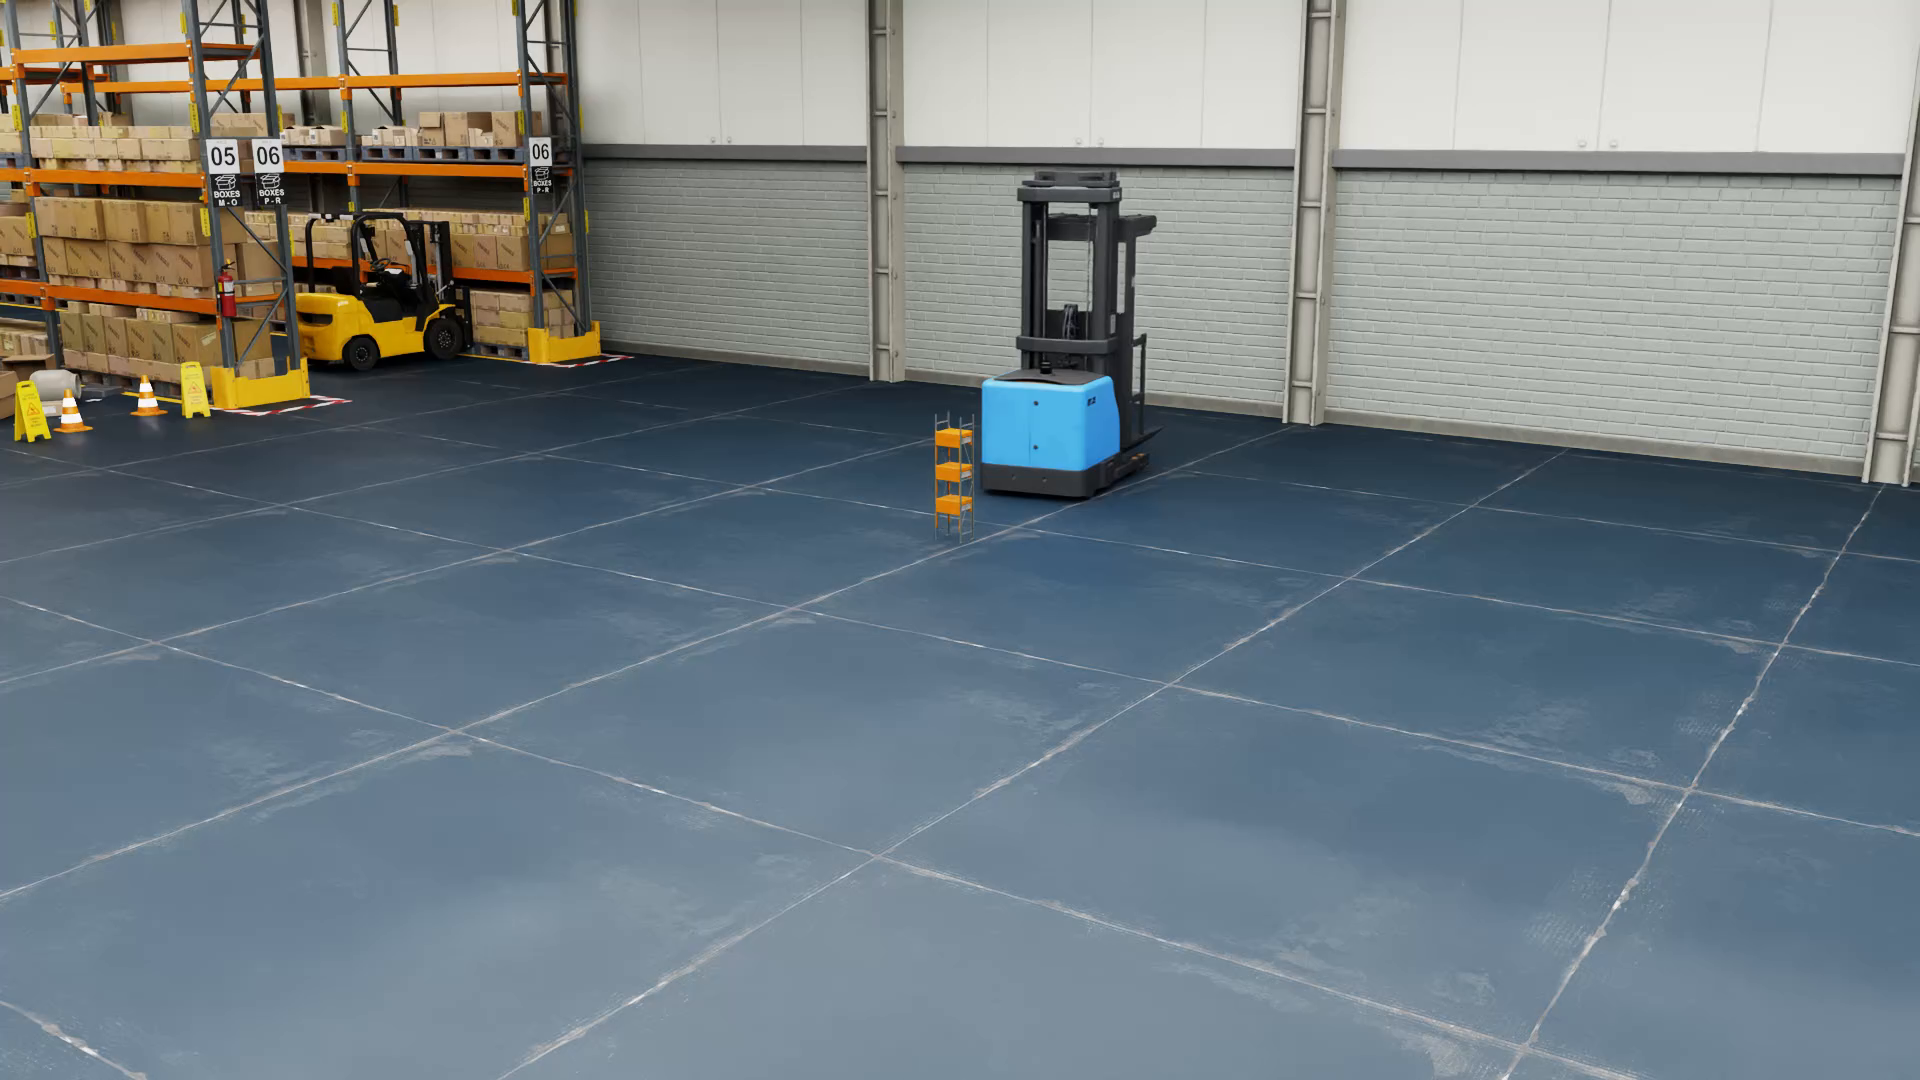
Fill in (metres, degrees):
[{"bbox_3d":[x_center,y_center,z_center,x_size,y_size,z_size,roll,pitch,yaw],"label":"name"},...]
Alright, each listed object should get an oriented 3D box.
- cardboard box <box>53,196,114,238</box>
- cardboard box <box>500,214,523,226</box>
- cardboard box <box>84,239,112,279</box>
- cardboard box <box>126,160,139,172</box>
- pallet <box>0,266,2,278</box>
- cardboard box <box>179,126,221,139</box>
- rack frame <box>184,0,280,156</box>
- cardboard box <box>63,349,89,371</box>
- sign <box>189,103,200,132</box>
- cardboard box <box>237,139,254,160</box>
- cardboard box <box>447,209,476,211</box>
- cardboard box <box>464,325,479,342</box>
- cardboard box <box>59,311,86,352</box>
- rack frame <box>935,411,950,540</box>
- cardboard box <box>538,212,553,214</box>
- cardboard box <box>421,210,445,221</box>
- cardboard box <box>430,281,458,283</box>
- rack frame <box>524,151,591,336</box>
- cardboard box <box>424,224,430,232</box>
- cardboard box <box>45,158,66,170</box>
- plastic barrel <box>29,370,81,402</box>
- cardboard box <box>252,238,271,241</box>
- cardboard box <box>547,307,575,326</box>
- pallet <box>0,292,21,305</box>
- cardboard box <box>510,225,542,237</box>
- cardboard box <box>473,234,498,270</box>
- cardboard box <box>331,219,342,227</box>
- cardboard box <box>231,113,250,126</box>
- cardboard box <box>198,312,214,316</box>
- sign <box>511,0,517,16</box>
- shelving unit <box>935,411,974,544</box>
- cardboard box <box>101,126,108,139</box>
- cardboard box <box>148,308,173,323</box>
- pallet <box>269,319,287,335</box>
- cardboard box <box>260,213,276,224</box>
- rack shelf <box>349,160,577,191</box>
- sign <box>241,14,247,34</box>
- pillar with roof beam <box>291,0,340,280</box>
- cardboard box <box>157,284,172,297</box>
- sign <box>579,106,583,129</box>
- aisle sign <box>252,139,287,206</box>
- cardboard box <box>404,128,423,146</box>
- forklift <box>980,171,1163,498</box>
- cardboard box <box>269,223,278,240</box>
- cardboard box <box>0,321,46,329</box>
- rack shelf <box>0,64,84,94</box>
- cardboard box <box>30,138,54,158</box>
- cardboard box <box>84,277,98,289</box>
[{"bbox_3d":[-11.316,-4.213,21.690,0.500,0.500,0.700,9,17,33],"label":"cardboard box"},{"bbox_3d":[-6.522,-4.704,24.405,0.250,0.149,0.380,9,17,33],"label":"cardboard box"},{"bbox_3d":[-10.923,-3.655,21.519,0.500,0.500,0.500,9,17,32],"label":"cardboard box"},{"bbox_3d":[-10.151,-4.676,20.752,0.250,0.149,0.380,9,16,31],"label":"cardboard box"},{"bbox_3d":[-13.625,-3.895,23.716,1.213,0.211,1.003,9,17,33],"label":"pallet"},{"bbox_3d":[-9.098,-4.881,19.918,0.250,0.149,0.380,9,17,33],"label":"cardboard box"},{"bbox_3d":[-8.652,-6.085,19.677,0.127,3.000,1.000,9,17,33],"label":"rack frame"},{"bbox_3d":[-11.632,-2.446,22.308,0.500,0.250,0.500,8,16,30],"label":"cardboard box"},{"bbox_3d":[-8.979,-4.951,19.495,0.005,0.325,0.100,9,17,33],"label":"sign"},{"bbox_3d":[-8.921,-4.821,20.507,0.500,0.250,0.500,9,16,32],"label":"cardboard box"},{"bbox_3d":[-7.726,-5.047,25.790,0.250,0.149,0.380,9,16,32],"label":"cardboard box"},{"bbox_3d":[-7.269,-3.170,25.234,0.500,0.250,0.500,9,17,33],"label":"cardboard box"},{"bbox_3d":[-11.632,-2.810,22.218,0.500,0.500,0.500,10,17,35],"label":"cardboard box"},{"bbox_3d":[-0.146,-0.533,13.792,0.008,1.050,0.200,9,17,33],"label":"rack frame"},{"bbox_3d":[-6.230,-4.807,24.821,0.250,0.149,0.380,10,17,35],"label":"cardboard box"},{"bbox_3d":[-7.992,-4.948,25.394,0.250,0.149,0.380,9,17,33],"label":"cardboard box"},{"bbox_3d":[-8.259,-3.962,26.352,0.500,0.250,0.500,9,16,32],"label":"cardboard box"},{"bbox_3d":[-5.885,-4.163,24.398,0.127,3.000,1.000,9,17,33],"label":"rack frame"},{"bbox_3d":[-8.040,-4.790,25.374,0.250,0.149,0.380,9,16,31],"label":"cardboard box"},{"bbox_3d":[-11.665,-4.906,21.680,0.250,0.149,0.380,9,17,33],"label":"cardboard box"},{"bbox_3d":[-11.211,-1.897,20.607,0.512,0.421,0.421,-4,14,-16],"label":"plastic barrel"},{"bbox_3d":[-11.445,-4.919,27.763,0.500,0.250,0.500,9,16,31],"label":"cardboard box"},{"bbox_3d":[-6.159,-3.379,25.040,0.500,0.250,0.500,10,17,34],"label":"cardboard box"},{"bbox_3d":[-18.436,-4.838,32.929,1.213,0.211,1.003,9,17,33],"label":"pallet"},{"bbox_3d":[-6.329,-4.517,24.270,0.250,0.149,0.380,9,17,34],"label":"cardboard box"},{"bbox_3d":[-6.865,-4.297,24.730,0.500,0.500,0.500,10,17,35],"label":"cardboard box"},{"bbox_3d":[-9.836,-5.095,26.607,0.250,0.149,0.380,9,16,32],"label":"cardboard box"},{"bbox_3d":[-11.584,-6.799,27.516,0.500,0.500,0.700,9,16,32],"label":"cardboard box"},{"bbox_3d":[-10.035,-2.711,21.818,0.500,0.500,0.500,10,17,34],"label":"cardboard box"},{"bbox_3d":[-6.200,-7.461,23.126,0.005,0.325,0.100,9,17,33],"label":"sign"},{"bbox_3d":[-0.044,-0.517,13.726,0.252,1.050,0.215,9,17,33],"label":"shelving unit"},{"bbox_3d":[-10.556,-5.131,20.930,0.250,0.149,0.380,10,17,34],"label":"cardboard box"},{"bbox_3d":[-10.011,-2.847,21.018,0.250,0.149,0.380,10,17,34],"label":"cardboard box"},{"bbox_3d":[-10.854,-3.600,27.928,1.213,0.211,1.003,9,17,33],"label":"pallet"},{"bbox_3d":[-11.346,-5.327,27.542,0.250,0.149,0.380,10,17,34],"label":"cardboard box"},{"bbox_3d":[-7.545,-5.538,25.208,4.000,0.370,1.077,9,17,33],"label":"rack shelf"},{"bbox_3d":[-12.216,-8.789,28.329,0.005,0.325,0.100,9,17,33],"label":"sign"},{"bbox_3d":[-13.341,-7.295,24.564,0.400,9.000,9.100,9,17,33],"label":"pillar with roof beam"},{"bbox_3d":[-9.785,-3.137,20.778,0.250,0.149,0.380,10,17,34],"label":"cardboard box"},{"bbox_3d":[-5.570,-6.192,24.367,0.005,0.325,0.100,9,17,33],"label":"sign"},{"bbox_3d":[-8.428,-4.488,20.302,0.004,0.787,0.394,9,17,33],"label":"aisle sign"},{"bbox_3d":[-8.142,-6.083,25.110,0.258,0.266,0.396,9,16,31],"label":"cardboard box"},{"bbox_3d":[1.248,-2.119,16.284,1.130,2.935,3.031,6,15,23],"label":"forklift"},{"bbox_3d":[-11.014,-5.093,27.426,0.500,0.250,0.500,9,17,34],"label":"cardboard box"},{"bbox_3d":[-13.584,-2.896,23.875,0.625,0.372,0.950,10,17,35],"label":"cardboard box"},{"bbox_3d":[-13.631,-6.346,23.062,4.000,0.370,1.077,9,17,33],"label":"rack shelf"},{"bbox_3d":[-11.759,-5.123,21.728,0.500,0.250,0.500,9,16,32],"label":"cardboard box"},{"bbox_3d":[-11.227,-3.388,21.790,0.250,0.149,0.380,10,17,35],"label":"cardboard box"}]
